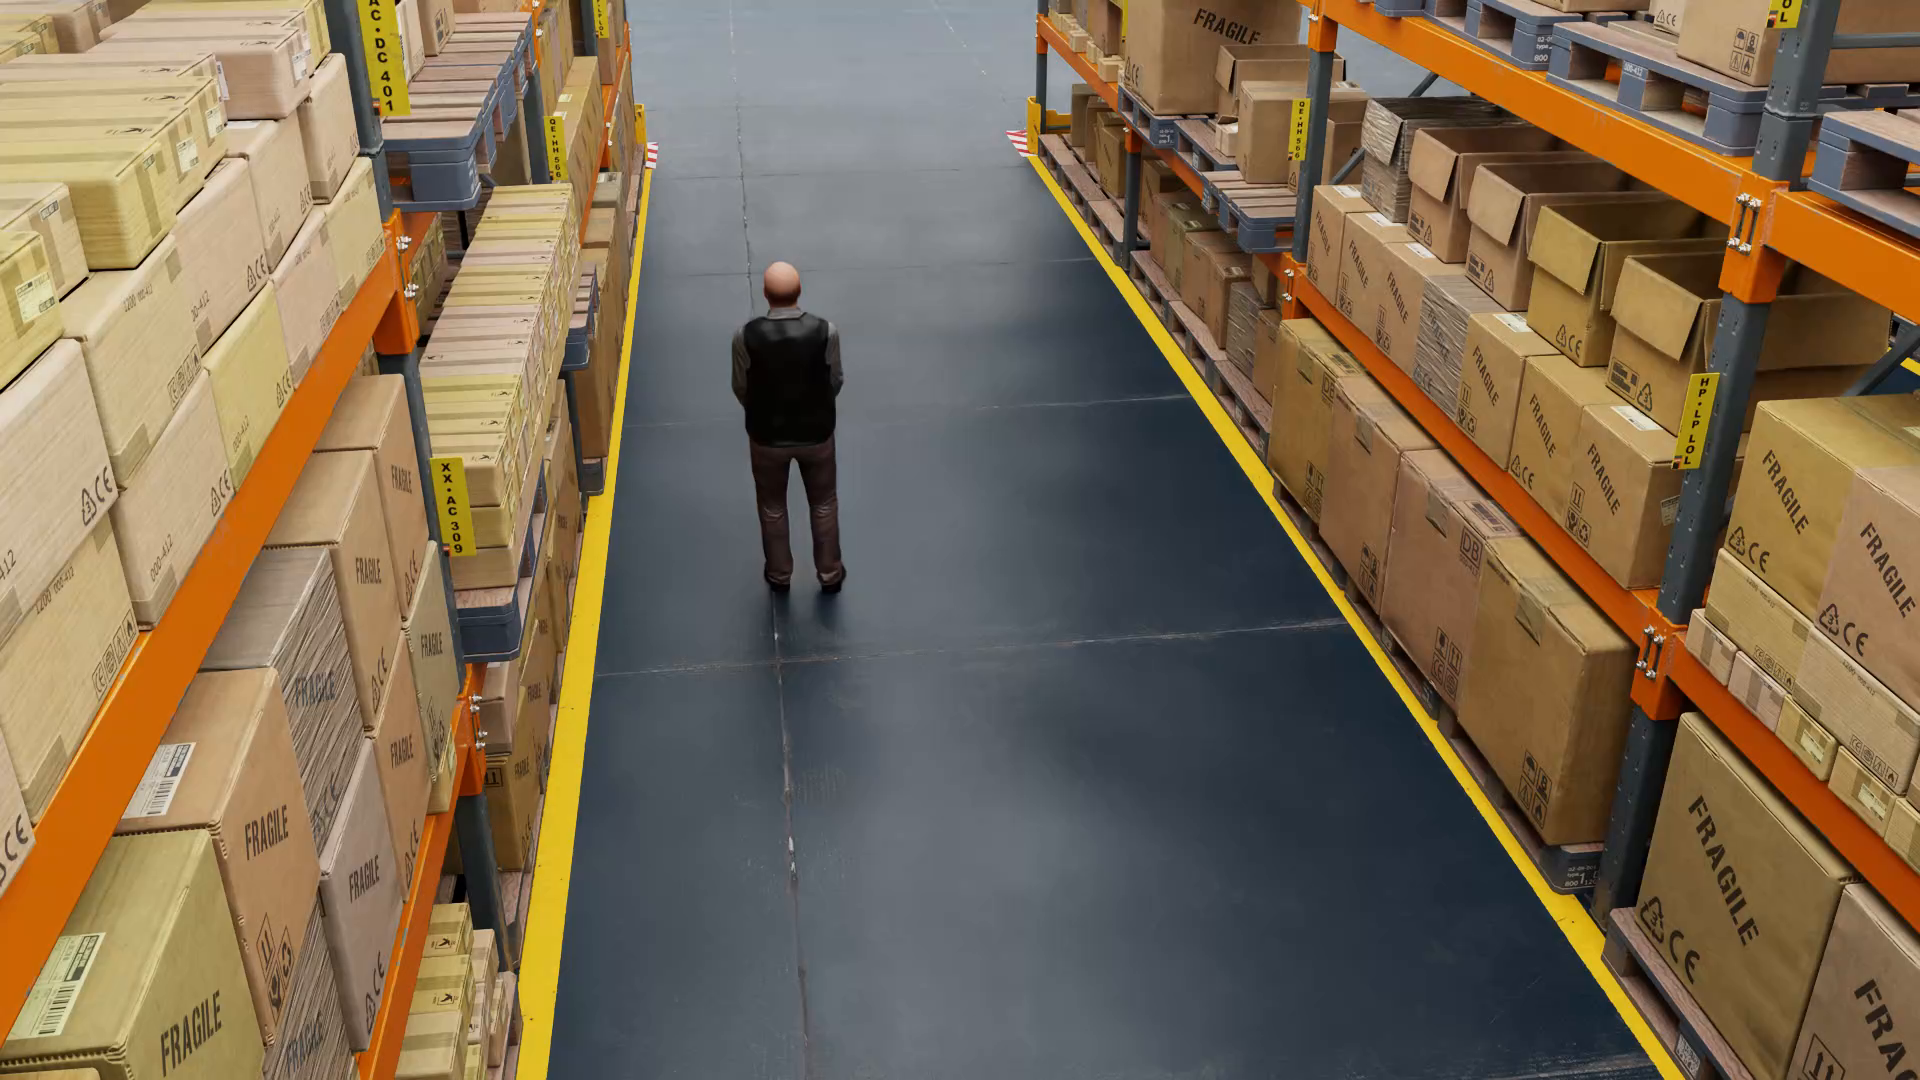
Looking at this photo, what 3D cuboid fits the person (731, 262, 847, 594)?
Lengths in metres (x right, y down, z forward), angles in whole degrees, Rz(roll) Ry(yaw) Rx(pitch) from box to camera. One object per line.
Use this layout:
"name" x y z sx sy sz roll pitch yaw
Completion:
"person" -0.838 -0.537 8.192 0.544 1.728 0.482 -4 27 -8
